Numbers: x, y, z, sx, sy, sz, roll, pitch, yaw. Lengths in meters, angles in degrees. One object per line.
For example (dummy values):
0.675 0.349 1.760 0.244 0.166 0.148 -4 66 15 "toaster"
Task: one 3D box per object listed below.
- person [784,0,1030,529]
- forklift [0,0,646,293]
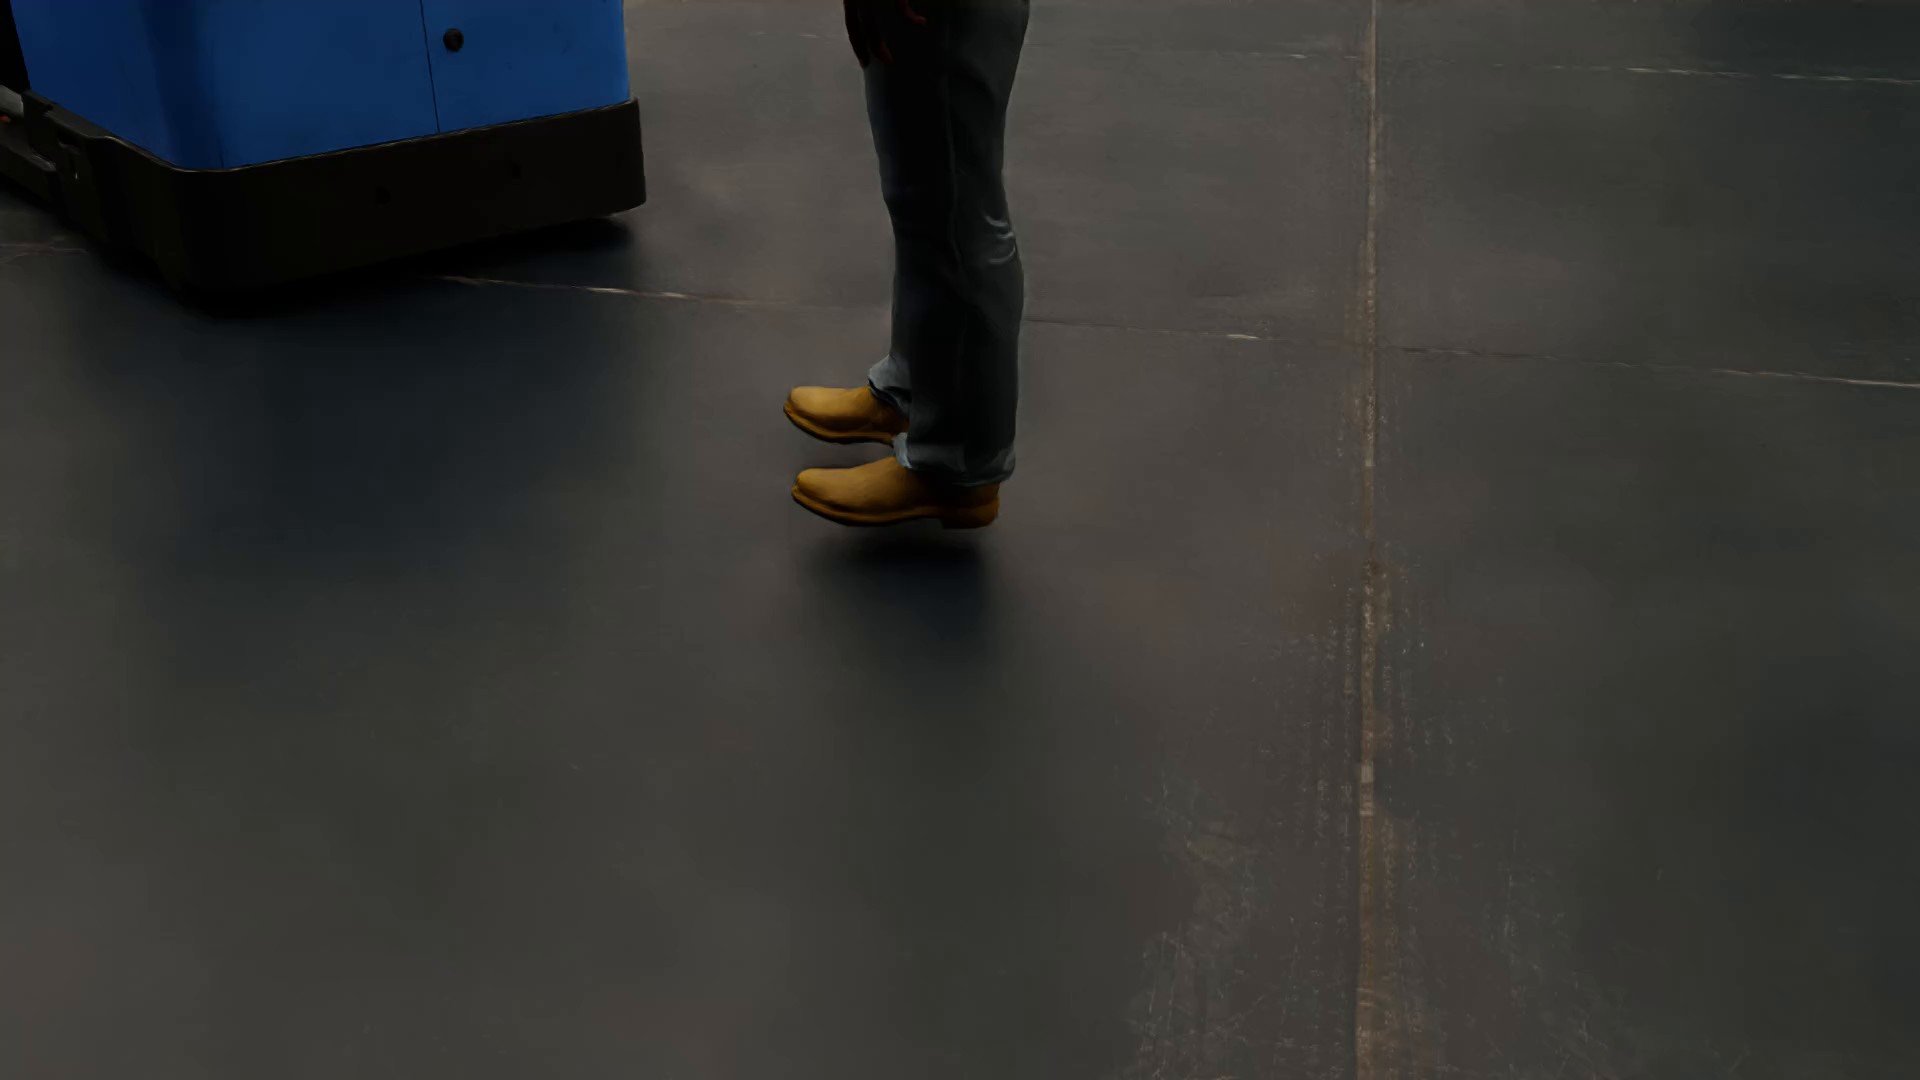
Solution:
-0.067 -0.840 2.099 0.576 1.766 0.665 6 27 11 "person"
-2.097 -2.390 3.984 1.130 2.935 3.031 -22 34 -36 "forklift"
